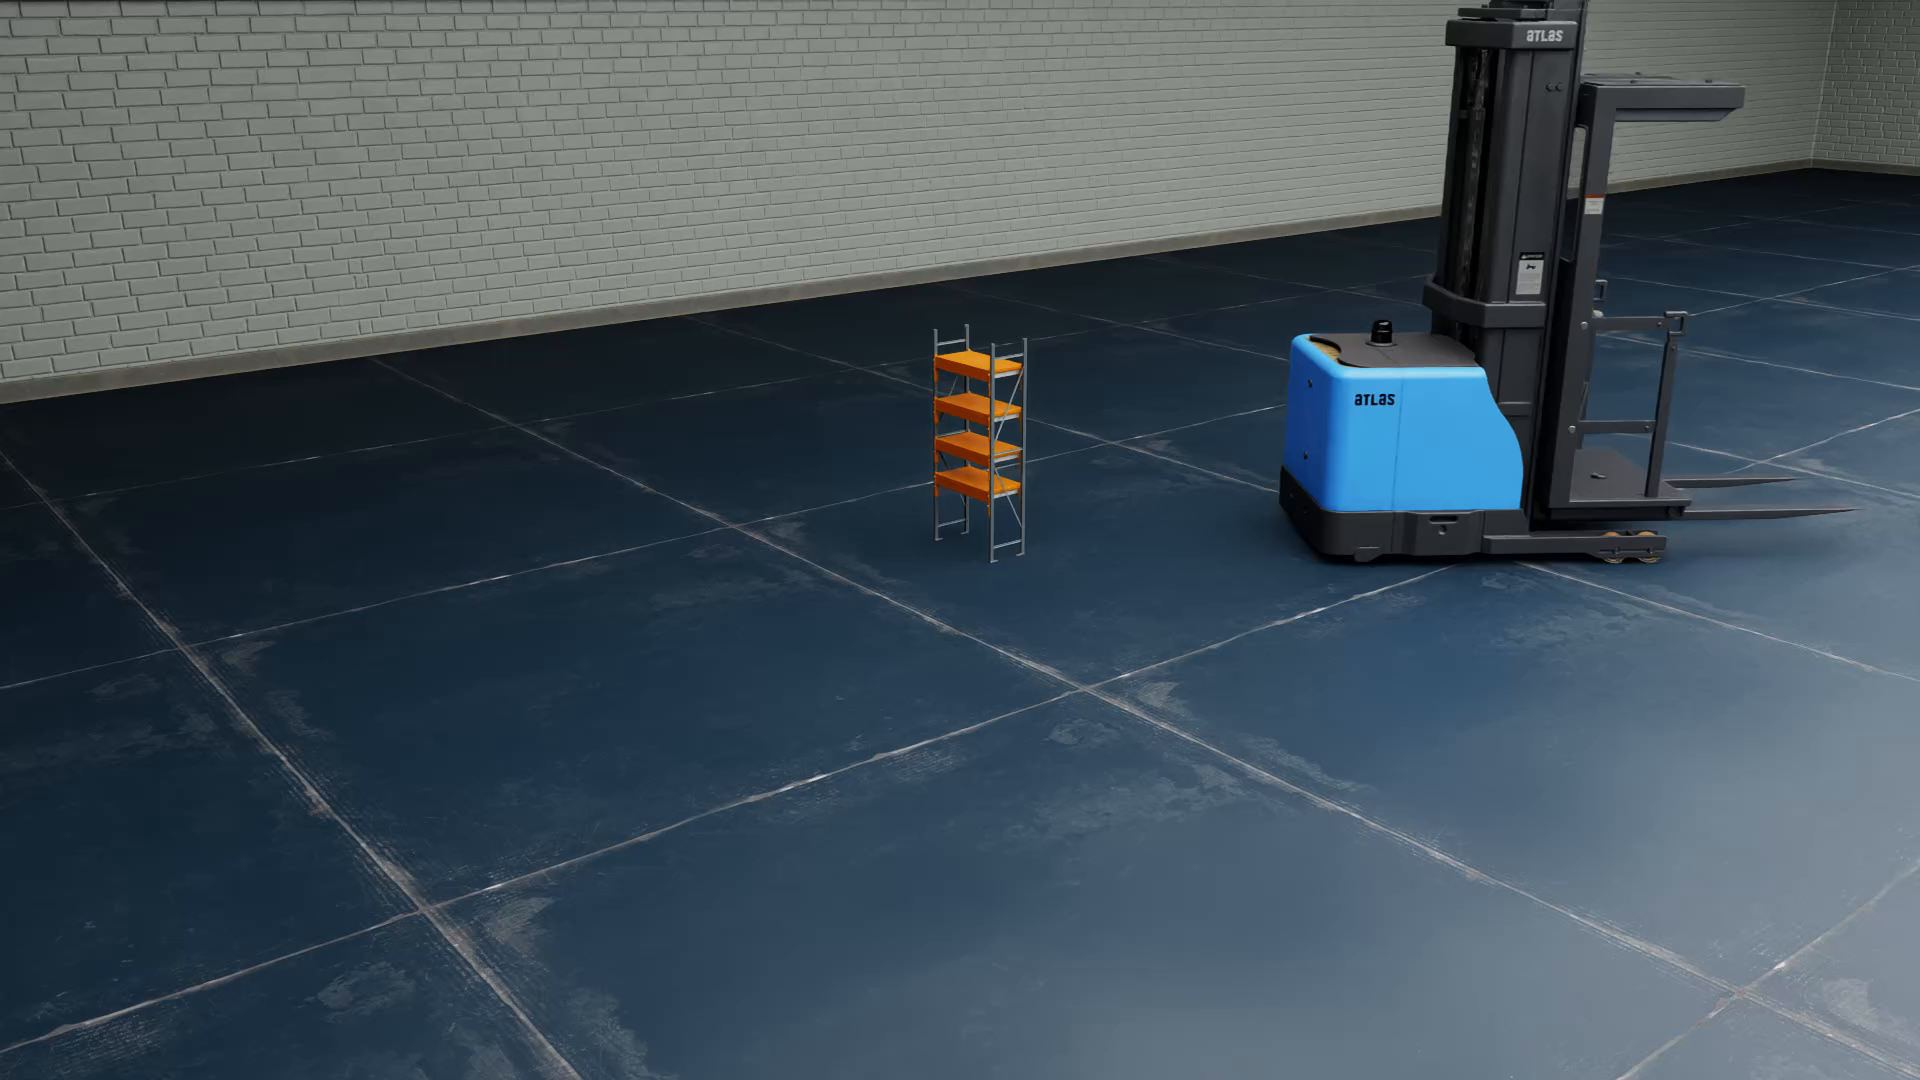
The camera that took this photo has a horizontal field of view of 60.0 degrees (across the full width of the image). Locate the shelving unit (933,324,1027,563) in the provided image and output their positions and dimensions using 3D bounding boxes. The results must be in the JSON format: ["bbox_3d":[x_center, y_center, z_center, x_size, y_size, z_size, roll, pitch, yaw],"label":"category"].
[{"bbox_3d":[0.103,-0.529,9.051,0.258,1.200,0.503,-14,23,-36],"label":"shelving unit"}]

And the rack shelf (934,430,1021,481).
[{"bbox_3d":[0.103,-0.465,9.072,0.258,0.148,0.480,-14,23,-36],"label":"rack shelf"}]

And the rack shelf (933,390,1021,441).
[{"bbox_3d":[0.103,-0.677,9.002,0.258,0.148,0.480,-14,23,-36],"label":"rack shelf"}]

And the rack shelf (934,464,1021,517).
[{"bbox_3d":[0.103,-0.276,9.134,0.258,0.148,0.480,-14,23,-36],"label":"rack shelf"}]

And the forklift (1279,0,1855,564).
[{"bbox_3d":[3.412,-1.430,9.019,3.031,2.935,1.130,-1,18,-3],"label":"forklift"}]

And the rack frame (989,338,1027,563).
[{"bbox_3d":[0.254,-0.469,8.869,0.240,1.200,0.015,-14,23,-36],"label":"rack frame"}]

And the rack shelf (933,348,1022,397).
[{"bbox_3d":[0.103,-0.902,8.927,0.258,0.148,0.480,-14,23,-36],"label":"rack shelf"}]

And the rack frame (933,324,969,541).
[{"bbox_3d":[-0.049,-0.589,9.232,0.240,1.200,0.015,-14,23,-36],"label":"rack frame"}]
